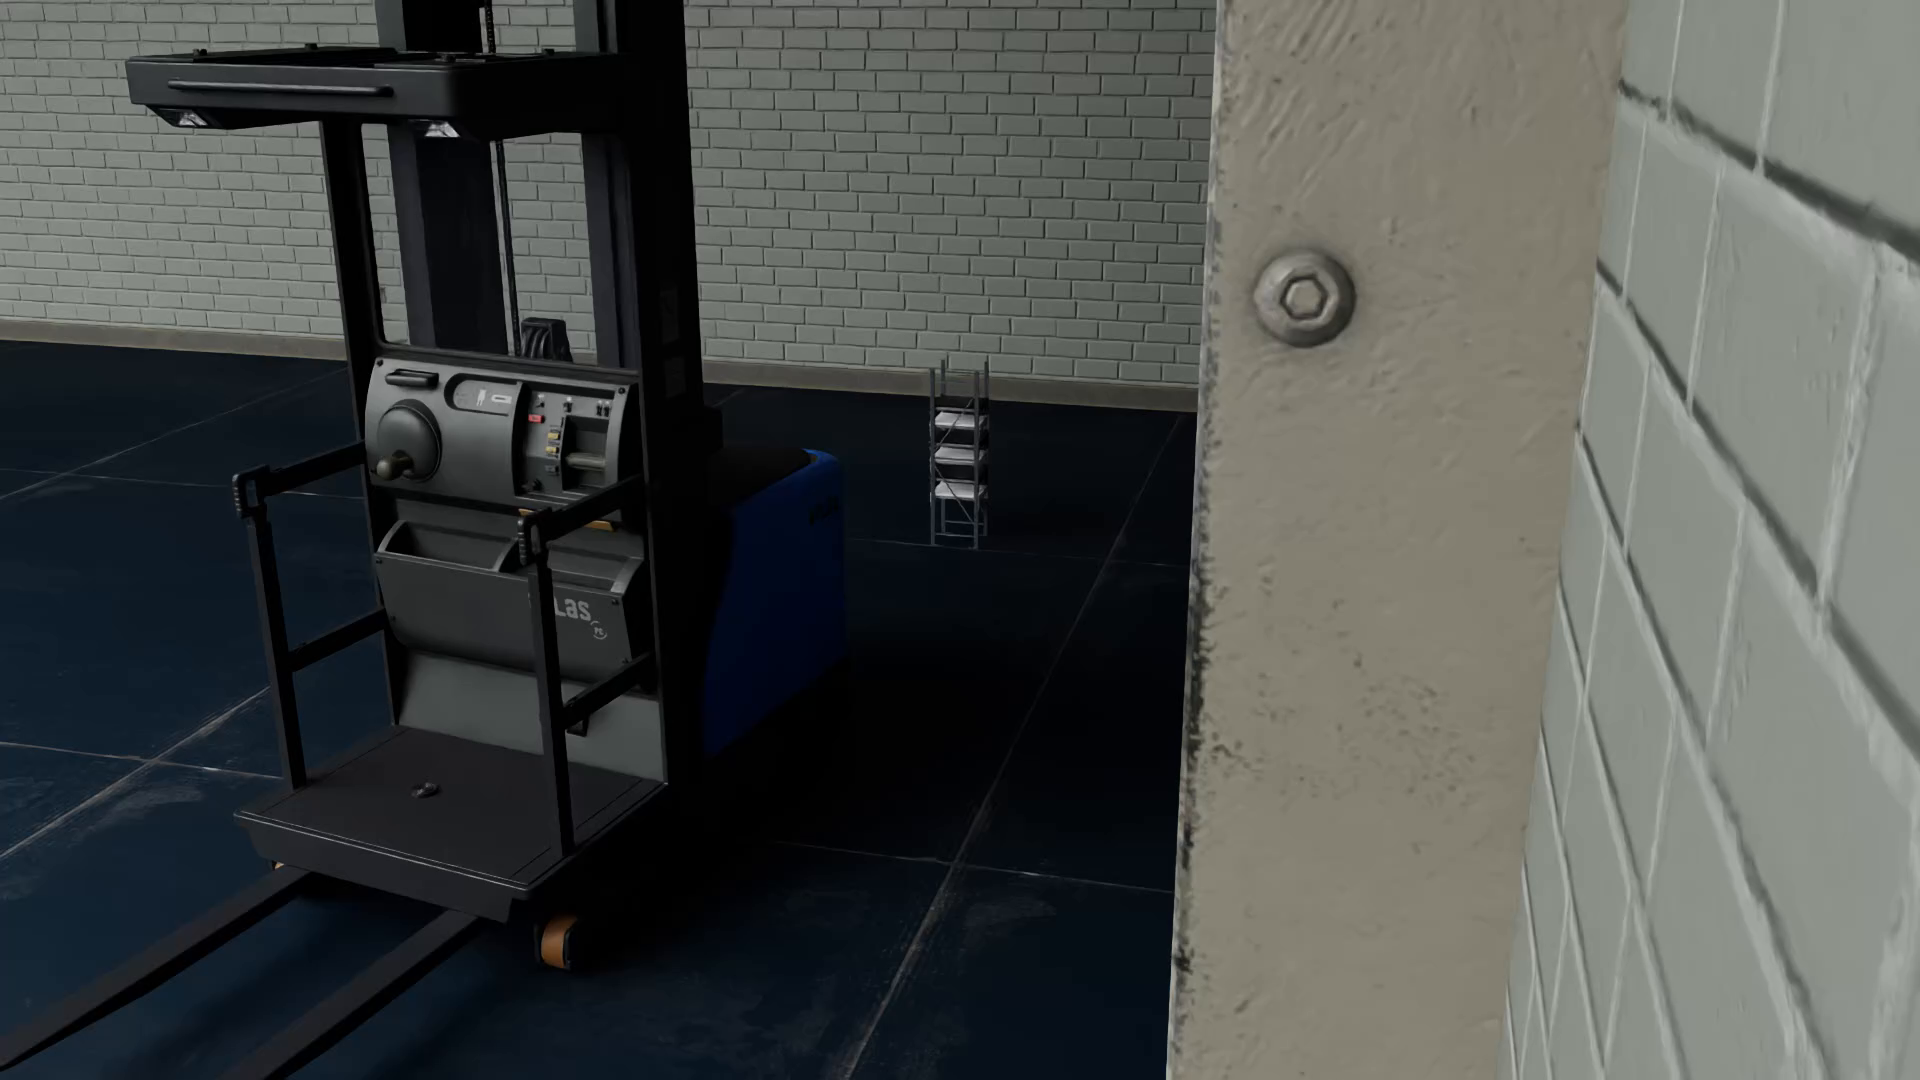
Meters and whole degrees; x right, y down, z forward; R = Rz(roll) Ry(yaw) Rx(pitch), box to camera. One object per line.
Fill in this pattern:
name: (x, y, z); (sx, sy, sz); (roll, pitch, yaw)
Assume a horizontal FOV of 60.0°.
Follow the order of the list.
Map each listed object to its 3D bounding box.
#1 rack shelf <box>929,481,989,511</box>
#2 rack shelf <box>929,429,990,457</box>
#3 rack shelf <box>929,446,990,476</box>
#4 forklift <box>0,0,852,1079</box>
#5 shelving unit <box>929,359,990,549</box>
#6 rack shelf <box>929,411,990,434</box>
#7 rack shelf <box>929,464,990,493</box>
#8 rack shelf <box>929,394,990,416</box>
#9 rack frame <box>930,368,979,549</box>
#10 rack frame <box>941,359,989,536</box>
rack shelf: (-0.002, -0.221, 8.279); (0.258, 0.077, 0.200); (5, 19, 13)
rack shelf: (-0.002, -0.477, 8.192); (0.258, 0.077, 0.200); (5, 19, 13)
rack shelf: (-0.002, -0.392, 8.221); (0.258, 0.077, 0.200); (5, 19, 13)
forklift: (-1.463, -0.313, 4.745); (1.130, 2.935, 3.031); (8, 20, 22)
shelving unit: (-0.002, -0.423, 8.211); (0.258, 0.900, 0.210); (5, 19, 13)
rack shelf: (-0.002, -0.562, 8.163); (0.258, 0.077, 0.200); (5, 19, 13)
rack shelf: (-0.002, -0.307, 8.250); (0.258, 0.077, 0.200); (5, 19, 13)
rack shelf: (-0.002, -0.647, 8.134); (0.258, 0.077, 0.200); (5, 19, 13)
rack frame: (-0.027, -0.391, 8.117); (0.240, 0.900, 0.006); (5, 19, 13)
rack frame: (0.023, -0.455, 8.304); (0.240, 0.900, 0.006); (5, 19, 13)
